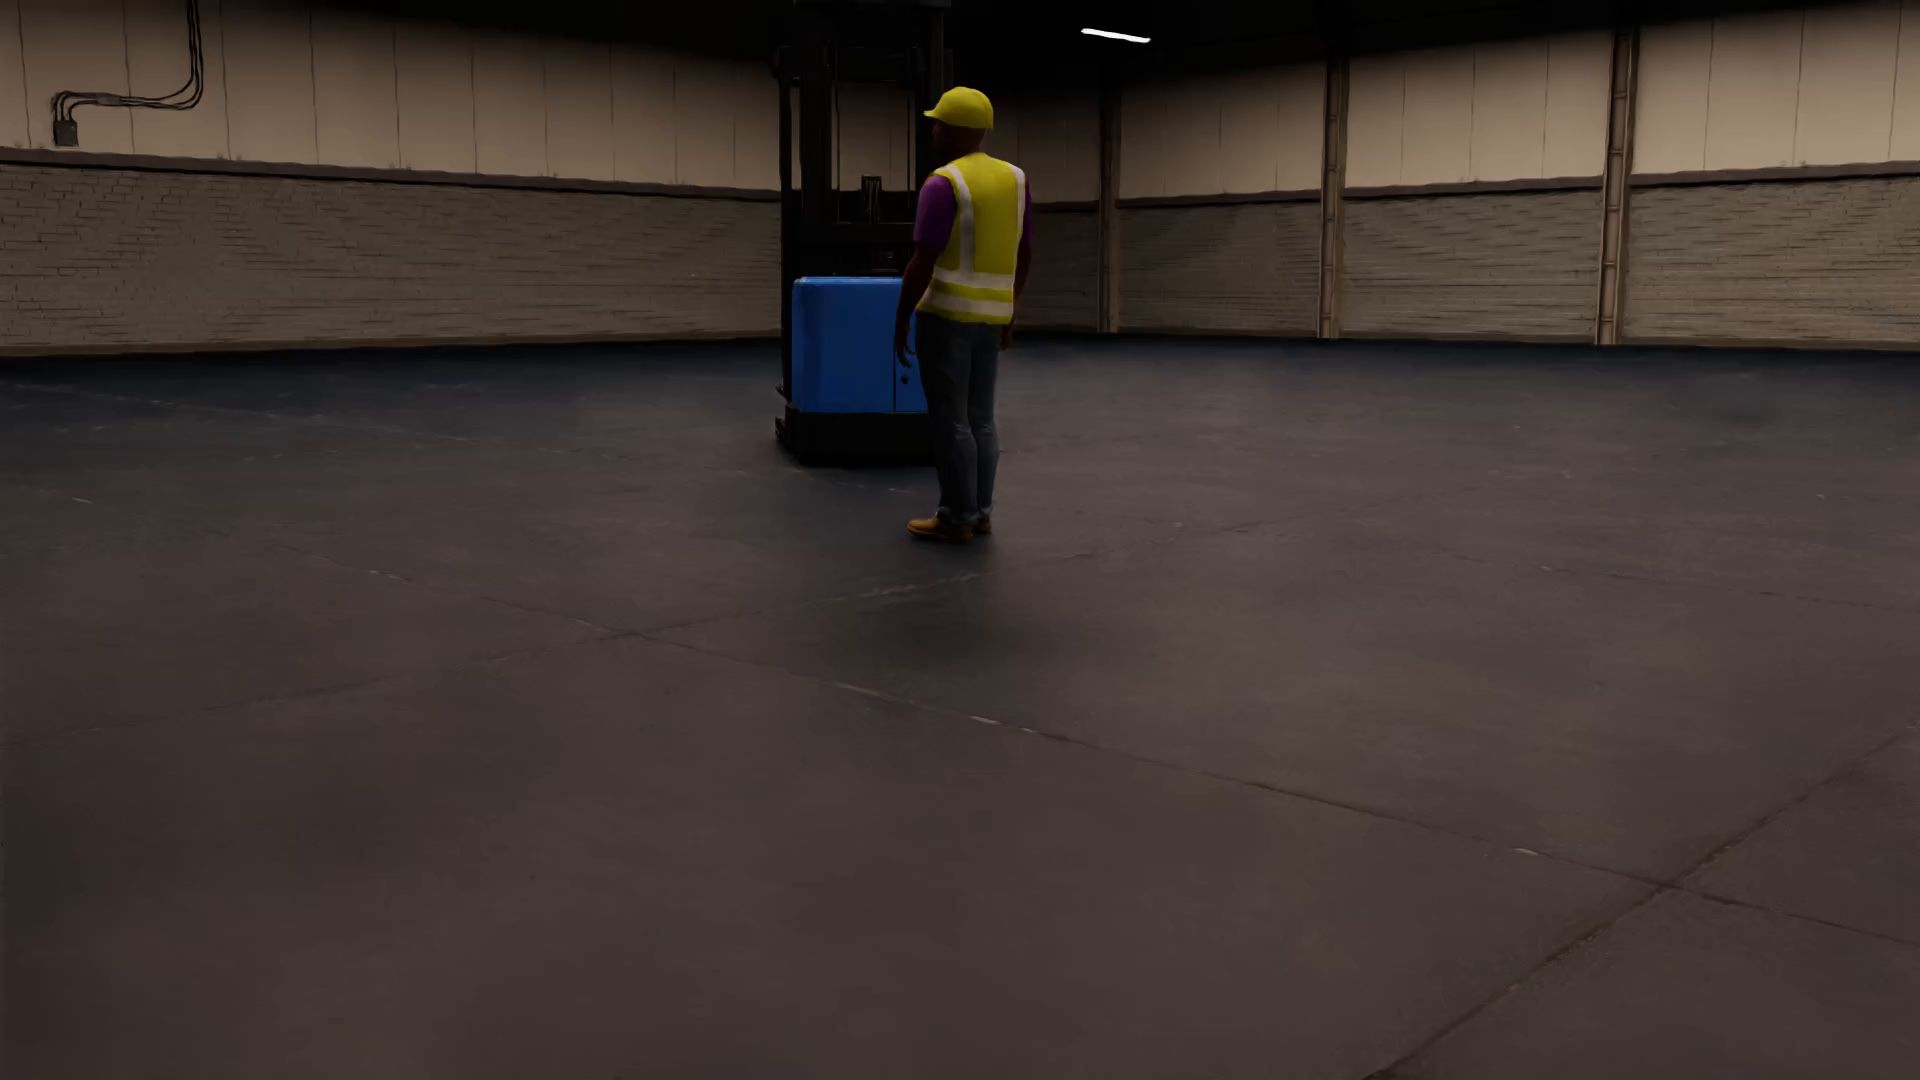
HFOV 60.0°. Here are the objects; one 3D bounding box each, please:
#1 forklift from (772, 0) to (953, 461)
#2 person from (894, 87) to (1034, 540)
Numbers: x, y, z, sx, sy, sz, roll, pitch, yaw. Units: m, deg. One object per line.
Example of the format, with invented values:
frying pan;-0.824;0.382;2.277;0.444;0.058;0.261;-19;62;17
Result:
forklift;-0.632;-2.092;10.769;1.130;2.935;3.031;-2;9;-10
person;-0.046;-0.888;6.637;0.576;1.766;0.665;8;12;43
